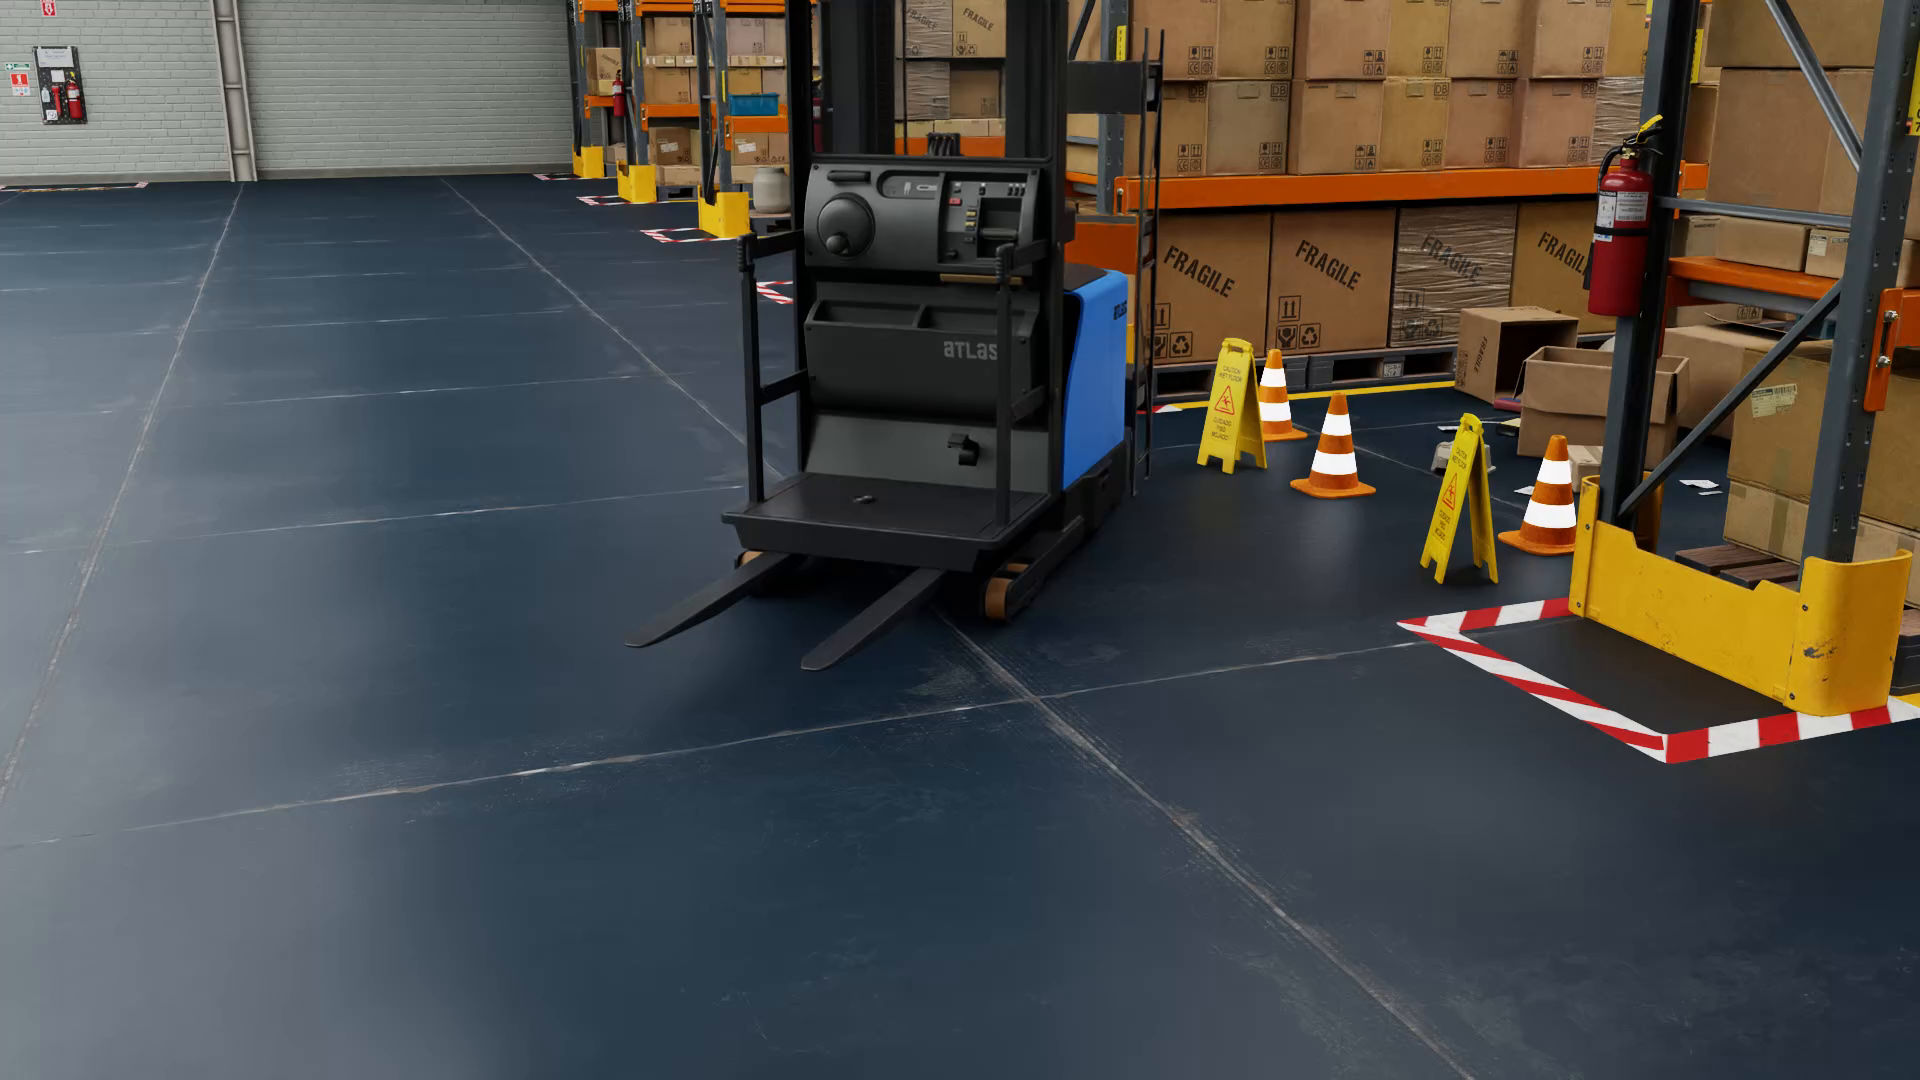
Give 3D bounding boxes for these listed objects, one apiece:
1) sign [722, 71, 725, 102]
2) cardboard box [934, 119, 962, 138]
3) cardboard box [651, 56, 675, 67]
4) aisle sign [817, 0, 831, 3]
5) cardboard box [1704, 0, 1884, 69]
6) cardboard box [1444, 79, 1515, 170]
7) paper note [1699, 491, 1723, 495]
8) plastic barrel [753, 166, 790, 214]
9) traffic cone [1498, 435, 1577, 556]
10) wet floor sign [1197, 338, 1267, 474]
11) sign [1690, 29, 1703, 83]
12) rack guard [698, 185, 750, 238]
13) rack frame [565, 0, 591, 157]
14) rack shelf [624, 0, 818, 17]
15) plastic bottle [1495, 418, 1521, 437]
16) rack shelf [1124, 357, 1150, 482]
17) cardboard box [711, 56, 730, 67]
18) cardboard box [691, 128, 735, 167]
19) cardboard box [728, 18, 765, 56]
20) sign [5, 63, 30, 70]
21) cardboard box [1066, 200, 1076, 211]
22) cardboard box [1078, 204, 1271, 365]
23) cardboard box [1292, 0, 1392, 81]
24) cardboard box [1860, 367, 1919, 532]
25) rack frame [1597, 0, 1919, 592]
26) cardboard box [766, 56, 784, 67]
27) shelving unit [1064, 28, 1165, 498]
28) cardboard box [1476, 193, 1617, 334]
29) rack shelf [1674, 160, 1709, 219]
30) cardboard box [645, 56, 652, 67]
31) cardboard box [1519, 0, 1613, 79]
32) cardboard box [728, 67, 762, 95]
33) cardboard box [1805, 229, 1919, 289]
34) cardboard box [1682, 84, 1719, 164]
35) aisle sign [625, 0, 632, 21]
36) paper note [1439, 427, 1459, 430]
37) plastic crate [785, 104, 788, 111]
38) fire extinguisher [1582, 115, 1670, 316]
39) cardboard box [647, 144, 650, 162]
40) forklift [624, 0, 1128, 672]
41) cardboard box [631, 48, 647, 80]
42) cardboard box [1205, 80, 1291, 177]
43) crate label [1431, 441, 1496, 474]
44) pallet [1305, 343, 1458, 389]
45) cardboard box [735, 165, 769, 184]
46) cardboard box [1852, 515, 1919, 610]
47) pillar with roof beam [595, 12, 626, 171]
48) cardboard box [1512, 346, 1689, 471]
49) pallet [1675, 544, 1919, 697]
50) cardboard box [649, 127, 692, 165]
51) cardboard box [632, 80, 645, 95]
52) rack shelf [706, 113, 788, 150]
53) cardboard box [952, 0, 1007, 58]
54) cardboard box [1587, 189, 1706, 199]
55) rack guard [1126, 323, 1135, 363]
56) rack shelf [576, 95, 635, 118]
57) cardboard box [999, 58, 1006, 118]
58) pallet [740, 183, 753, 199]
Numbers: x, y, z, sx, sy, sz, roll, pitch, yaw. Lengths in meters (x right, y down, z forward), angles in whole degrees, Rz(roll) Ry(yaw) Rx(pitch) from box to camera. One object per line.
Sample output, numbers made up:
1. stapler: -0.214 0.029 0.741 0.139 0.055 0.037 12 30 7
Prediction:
1. sign: -2.574 -4.941 18.109 0.005 0.325 0.100 -6 17 -20
2. cardboard box: -0.164 -3.537 14.265 0.250 0.149 0.380 -6 17 -20
3. cardboard box: -4.092 -6.599 22.918 0.250 0.149 0.380 -6 18 -20
4. aisle sign: -1.160 -4.970 14.086 0.004 0.787 0.394 -6 17 -20
5. cardboard box: 2.950 -1.822 5.500 0.500 0.500 0.700 -7 18 -21
6. cardboard box: 3.029 -2.685 10.652 0.550 0.550 0.875 -6 17 -20
7. paper note: 3.538 -0.222 7.836 0.123 0.001 0.032 -6 17 -20
8. plastic barrel: -2.180 -4.048 19.228 0.421 0.512 0.421 0 16 0
9. traffic cone: 2.491 -0.208 6.986 0.334 0.463 0.336 -6 17 -20
10. wet floor sign: 1.367 -0.681 8.274 0.232 0.644 0.267 -10 19 -30
11. sign: 4.621 -3.046 10.469 0.005 0.325 0.100 -6 17 -20
12. rack guard: -2.713 -3.774 19.063 0.348 0.500 1.175 -6 17 -20
13. rack frame: -6.312 -7.560 27.518 0.127 3.000 1.000 -6 17 -20
14. rack shelf: -2.668 -7.553 23.447 4.000 0.370 1.077 -6 17 -20
15. plastic bottle: 3.065 -0.620 9.102 0.283 0.061 0.133 -14 21 -39
16. rack shelf: 0.631 -0.595 7.932 0.480 0.518 0.431 5 17 17
17. cardboard box: -3.377 -6.676 23.180 0.250 0.149 0.380 -6 18 -21
18. cardboard box: -3.489 -5.545 23.462 0.500 0.500 0.500 -6 17 -20
19. cardboard box: -3.086 -7.082 23.411 0.500 0.500 0.700 -6 17 -20
20. sign: -14.438 -7.255 25.476 0.331 0.109 0.001 -6 17 -20
21. cardboard box: 0.732 -2.838 15.131 0.500 0.500 0.500 -4 17 -15
22. cardboard box: 1.295 -1.603 10.258 0.875 0.875 0.875 -6 17 -20
23. cardboard box: 2.098 -3.053 9.987 0.550 0.550 0.875 -6 17 -20
24. cardboard box: 3.425 -0.296 5.586 0.500 0.500 0.500 -7 18 -22
25. rack frame: 2.551 -1.043 5.326 0.127 3.000 1.000 -6 17 -20
26. cardboard box: -2.657 -6.754 23.445 0.250 0.149 0.380 -6 17 -20
27. shelving unit: 0.631 -1.280 7.730 0.503 2.100 0.431 5 17 17
28. cardboard box: 3.809 -1.875 11.186 0.875 0.875 0.875 -6 17 -19
29. rack shelf: 6.288 -2.595 11.887 4.000 0.370 1.077 -6 17 -20
30. cardboard box: -4.247 -6.705 23.278 0.250 0.149 0.380 -6 18 -21
31. cardboard box: 3.592 -3.214 10.537 0.550 0.550 0.875 -6 17 -20
32. cardboard box: -3.141 -6.451 23.566 0.500 0.500 0.700 -6 17 -20
33. cardboard box: 2.943 -0.902 5.292 0.250 0.149 0.380 -6 17 -20
34. cardboard box: 5.008 -2.768 11.025 0.500 0.500 0.500 -6 17 -19
35. aisle sign: -4.488 -7.417 22.418 0.004 0.787 0.394 -6 17 -20
36. paper note: 2.719 -0.617 9.147 0.142 0.017 0.144 0 16 -1
37. plastic crate: -1.816 -4.832 18.698 0.250 0.136 0.298 -6 17 -20
38. fire extinguisher: 2.280 -1.115 5.710 0.183 0.674 0.296 -6 17 -20
39. cardboard box: -5.101 -6.584 28.188 0.500 0.311 0.500 -5 17 -15
40. forklift: -0.221 -1.235 6.101 1.130 2.935 3.031 6 17 19
41. cardboard box: -5.294 -7.874 27.486 0.500 0.500 0.500 -6 17 -20
42. cardboard box: 1.522 -2.517 10.081 0.550 0.550 0.875 -6 17 -20
43. crate label: 2.488 -0.405 8.236 0.250 0.136 0.298 13 21 37
44. pallet: 2.542 -1.220 10.879 1.213 0.211 1.003 -6 17 -20
45. cardboard box: -3.023 -5.236 23.741 0.500 0.250 0.500 -6 17 -20
46. cardboard box: 3.404 0.066 5.683 0.500 0.250 0.500 -6 18 -21
47. pillar with roof beam: -4.427 -9.604 23.831 0.400 9.000 9.100 -6 17 -20
48. cardboard box: 3.286 -0.688 8.549 0.797 0.503 0.637 9 19 28
49. pallet: 3.394 0.215 5.992 1.213 0.211 1.003 -6 17 -20
50. cardboard box: -4.142 -5.631 23.755 0.500 0.500 0.500 -6 17 -20
51. cardboard box: -5.263 -7.519 27.611 0.500 0.250 0.500 -7 18 -22
52. rack shelf: -0.899 -4.810 19.430 4.000 0.370 1.077 -6 17 -20
53. cardboard box: 0.086 -4.353 14.118 0.500 0.500 0.500 -6 17 -20
54. cardboard box: 7.127 -3.703 17.410 0.875 0.875 1.225 -7 18 -23
55. rack guard: 0.663 -1.133 10.070 0.348 0.500 1.175 -6 17 -20
56. rack shelf: -4.444 -7.416 28.306 4.000 0.370 1.077 -6 17 -20
57. cardboard box: 0.435 -4.010 14.725 0.500 0.500 0.875 -6 17 -20
58. pallet: -2.699 -5.129 24.190 1.213 0.211 1.003 -6 17 -20
